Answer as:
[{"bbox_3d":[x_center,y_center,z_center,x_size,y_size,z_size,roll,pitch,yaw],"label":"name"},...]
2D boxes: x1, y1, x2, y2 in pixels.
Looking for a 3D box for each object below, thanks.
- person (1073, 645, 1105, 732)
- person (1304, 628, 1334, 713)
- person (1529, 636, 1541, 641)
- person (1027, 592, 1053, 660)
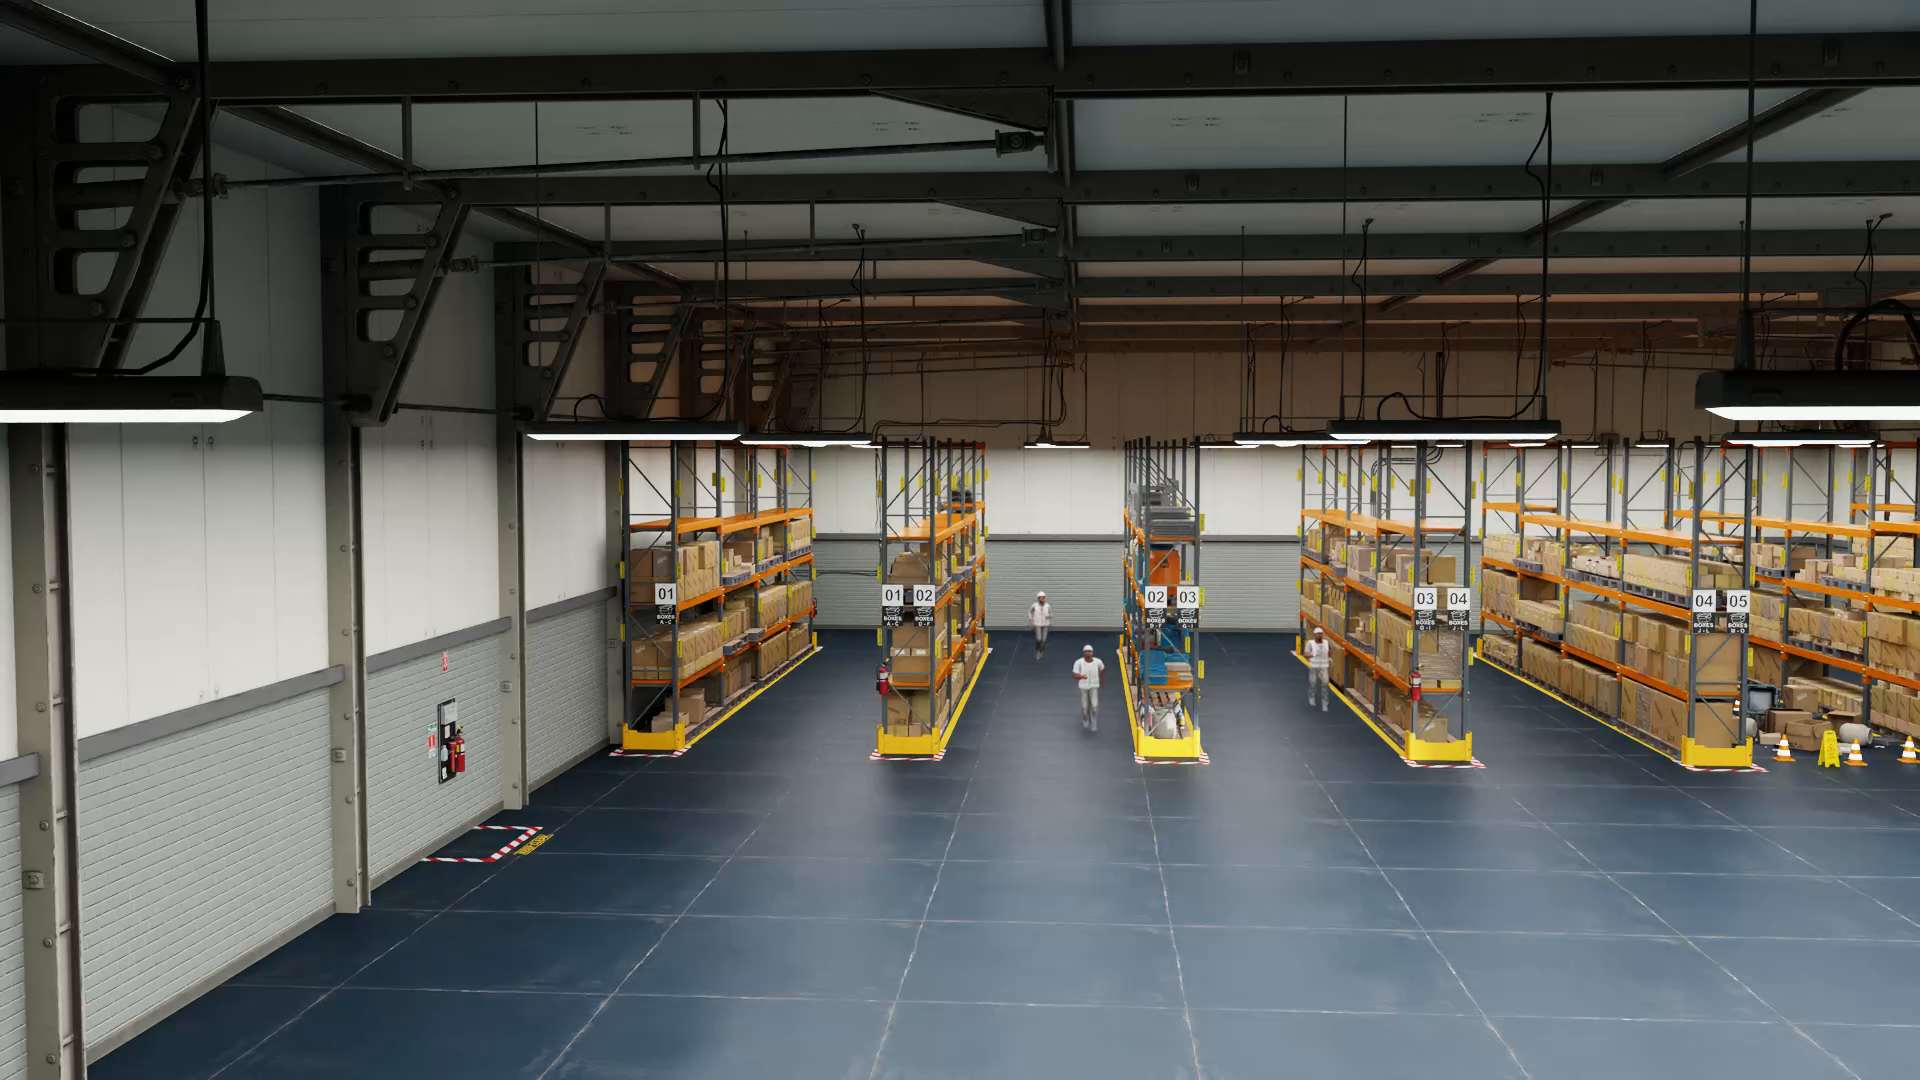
[{"bbox_3d":[2.637,3.027,33.936,0.672,1.777,0.703,0,3,2],"label":"person"},{"bbox_3d":[7.938,2.851,36.797,0.667,1.835,0.828,0,3,1],"label":"person"},{"bbox_3d":[16.136,2.335,46.899,0.663,1.817,0.776,-2,3,-27],"label":"person"},{"bbox_3d":[2.123,2.258,43.495,0.636,1.797,0.654,-1,3,-10],"label":"person"}]
